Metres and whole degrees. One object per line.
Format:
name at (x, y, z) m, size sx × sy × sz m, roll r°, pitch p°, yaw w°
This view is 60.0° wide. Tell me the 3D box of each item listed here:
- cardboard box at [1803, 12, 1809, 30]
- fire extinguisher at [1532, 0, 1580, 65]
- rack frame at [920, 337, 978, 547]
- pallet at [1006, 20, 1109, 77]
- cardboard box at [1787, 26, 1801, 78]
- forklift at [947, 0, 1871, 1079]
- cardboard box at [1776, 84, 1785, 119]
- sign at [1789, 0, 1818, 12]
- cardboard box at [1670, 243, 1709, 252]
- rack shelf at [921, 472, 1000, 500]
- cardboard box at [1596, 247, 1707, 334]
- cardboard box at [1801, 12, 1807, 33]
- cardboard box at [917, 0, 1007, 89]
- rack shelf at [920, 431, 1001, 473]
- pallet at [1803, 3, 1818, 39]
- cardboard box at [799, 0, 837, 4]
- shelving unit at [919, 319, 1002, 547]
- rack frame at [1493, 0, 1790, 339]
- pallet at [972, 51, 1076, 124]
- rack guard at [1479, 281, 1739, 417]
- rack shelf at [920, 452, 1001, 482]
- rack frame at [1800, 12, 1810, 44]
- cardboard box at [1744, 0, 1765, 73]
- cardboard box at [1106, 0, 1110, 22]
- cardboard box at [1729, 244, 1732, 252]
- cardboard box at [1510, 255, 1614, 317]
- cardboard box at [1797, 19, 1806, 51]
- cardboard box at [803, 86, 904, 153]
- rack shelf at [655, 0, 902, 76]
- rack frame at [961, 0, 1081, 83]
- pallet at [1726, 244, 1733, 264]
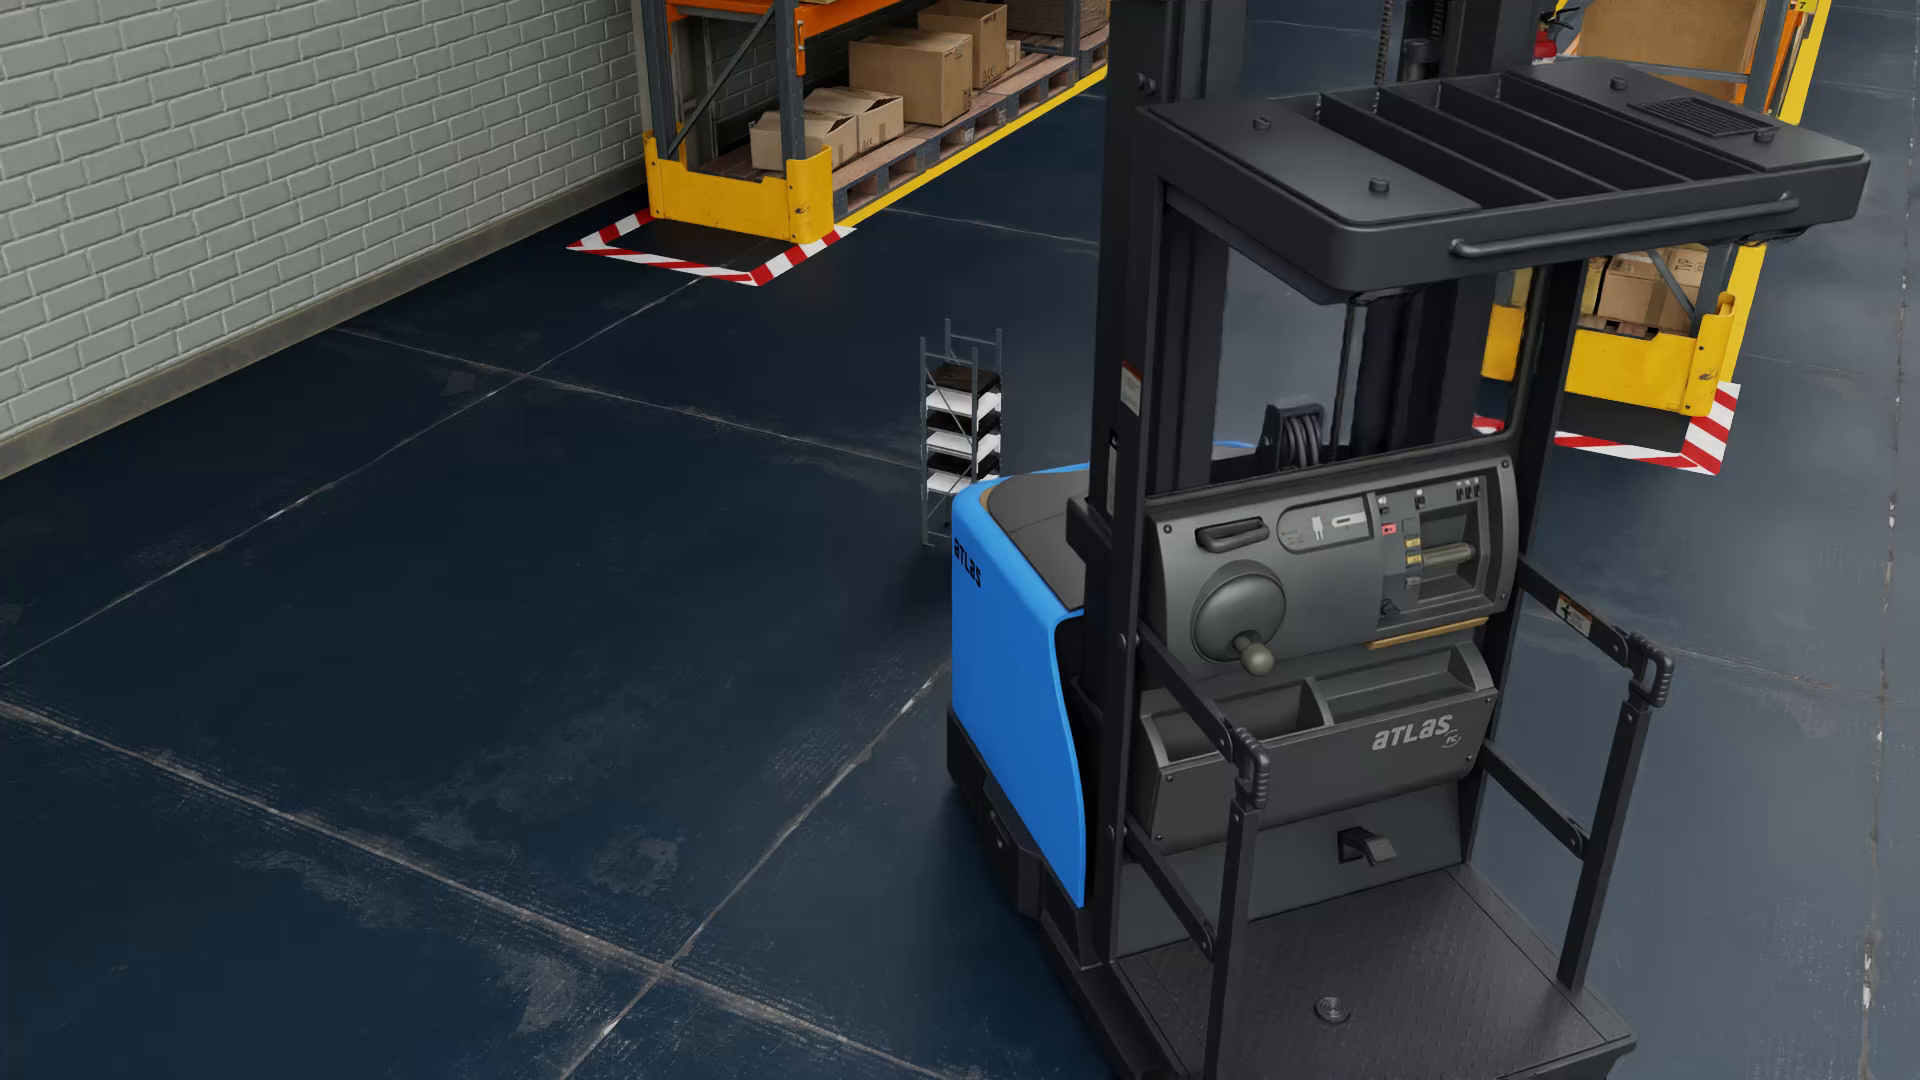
cardboard box at (6.666, -4.330, 13.617) m, size 0.500 × 0.250 × 0.500 m, roll 15°, pitch 33°, yaw 24°
fire extinguisher at (2.577, -2.101, 7.475) m, size 0.296 × 0.674 × 0.183 m, roll 14°, pitch 33°, yaw 23°
rack frame at (-0.043, -0.349, 6.454) m, size 0.240 × 0.900 × 0.006 m, roll 14°, pitch 33°, yaw 23°
pallet at (0.808, -4.114, 13.701) m, size 1.003 × 0.211 × 1.213 m, roll 14°, pitch 33°, yaw 23°
cardboard box at (5.509, -3.436, 11.497) m, size 0.500 × 0.311 × 0.500 m, roll 14°, pitch 33°, yaw 23°
forklift at (0.952, 0.100, 3.632) m, size 1.130 × 2.935 × 3.031 m, roll -11°, pitch 32°, yaw -18°
cardboard box at (5.271, -2.968, 11.245) m, size 0.500 × 0.250 × 0.500 m, roll 13°, pitch 33°, yaw 22°
sign at (3.536, -2.363, 6.904) m, size 0.100 × 0.325 × 0.005 m, roll 14°, pitch 33°, yaw 23°
cardboard box at (3.713, -1.806, 8.470) m, size 0.500 × 0.500 × 0.500 m, roll 14°, pitch 33°, yaw 23°
rack shelf at (0.004, -0.209, 6.638) m, size 0.258 × 0.077 × 0.200 m, roll 14°, pitch 33°, yaw 23°
cardboard box at (3.487, -1.259, 8.270) m, size 0.500 × 0.250 × 0.500 m, roll 14°, pitch 33°, yaw 23°
cardboard box at (5.976, -3.897, 12.300) m, size 0.500 × 0.311 × 0.500 m, roll 15°, pitch 33°, yaw 25°
cardboard box at (0.018, -3.615, 12.101) m, size 0.500 × 0.500 × 0.500 m, roll 12°, pitch 32°, yaw 20°
rack shelf at (0.004, -0.365, 6.549) m, size 0.258 × 0.077 × 0.200 m, roll 14°, pitch 33°, yaw 23°
pallet at (7.063, -4.742, 14.795) m, size 1.003 × 0.211 × 1.213 m, roll 14°, pitch 33°, yaw 23°
cardboard box at (-0.862, -3.292, 9.601) m, size 0.500 × 0.250 × 0.500 m, roll 13°, pitch 32°, yaw 22°
shelving unit at (0.004, -0.394, 6.532) m, size 0.258 × 0.900 × 0.210 m, roll 14°, pitch 33°, yaw 23°
rack frame at (3.044, -2.082, 7.363) m, size 1.000 × 3.000 × 0.127 m, roll 14°, pitch 33°, yaw 23°
pallet at (0.181, -3.462, 12.567) m, size 1.003 × 0.211 × 1.213 m, roll 14°, pitch 33°, yaw 23°
rack guard at (3.033, -0.987, 7.967) m, size 1.175 × 0.500 × 0.348 m, roll 14°, pitch 33°, yaw 23°
rack shelf at (0.004, -0.287, 6.594) m, size 0.258 × 0.077 × 0.200 m, roll 14°, pitch 33°, yaw 23°
rack frame at (6.689, -5.629, 13.539) m, size 1.000 × 3.000 × 0.127 m, roll 14°, pitch 33°, yaw 23°
cardboard box at (3.503, -2.563, 8.101) m, size 0.700 × 0.500 × 0.500 m, roll 15°, pitch 33°, yaw 25°
cardboard box at (0.966, -4.655, 13.912) m, size 0.700 × 0.500 × 0.500 m, roll 14°, pitch 33°, yaw 22°
cardboard box at (3.939, -1.703, 9.043) m, size 0.500 × 0.250 × 0.500 m, roll 14°, pitch 33°, yaw 23°
cardboard box at (3.026, -1.377, 8.474) m, size 0.500 × 0.250 × 0.500 m, roll 14°, pitch 33°, yaw 23°
cardboard box at (6.203, -3.878, 12.831) m, size 0.500 × 0.250 × 0.500 m, roll 15°, pitch 33°, yaw 24°
cardboard box at (-0.712, -2.768, 10.816) m, size 0.500 × 0.311 × 0.500 m, roll 17°, pitch 34°, yaw 27°
rack shelf at (-0.456, -3.779, 11.041) m, size 1.077 × 0.370 × 4.000 m, roll 14°, pitch 33°, yaw 23°
rack frame at (0.455, -4.977, 12.405) m, size 1.000 × 3.000 × 0.127 m, roll 14°, pitch 33°, yaw 23°
pallet at (3.912, -1.760, 9.603) m, size 1.003 × 0.211 × 1.213 m, roll 14°, pitch 33°, yaw 23°
